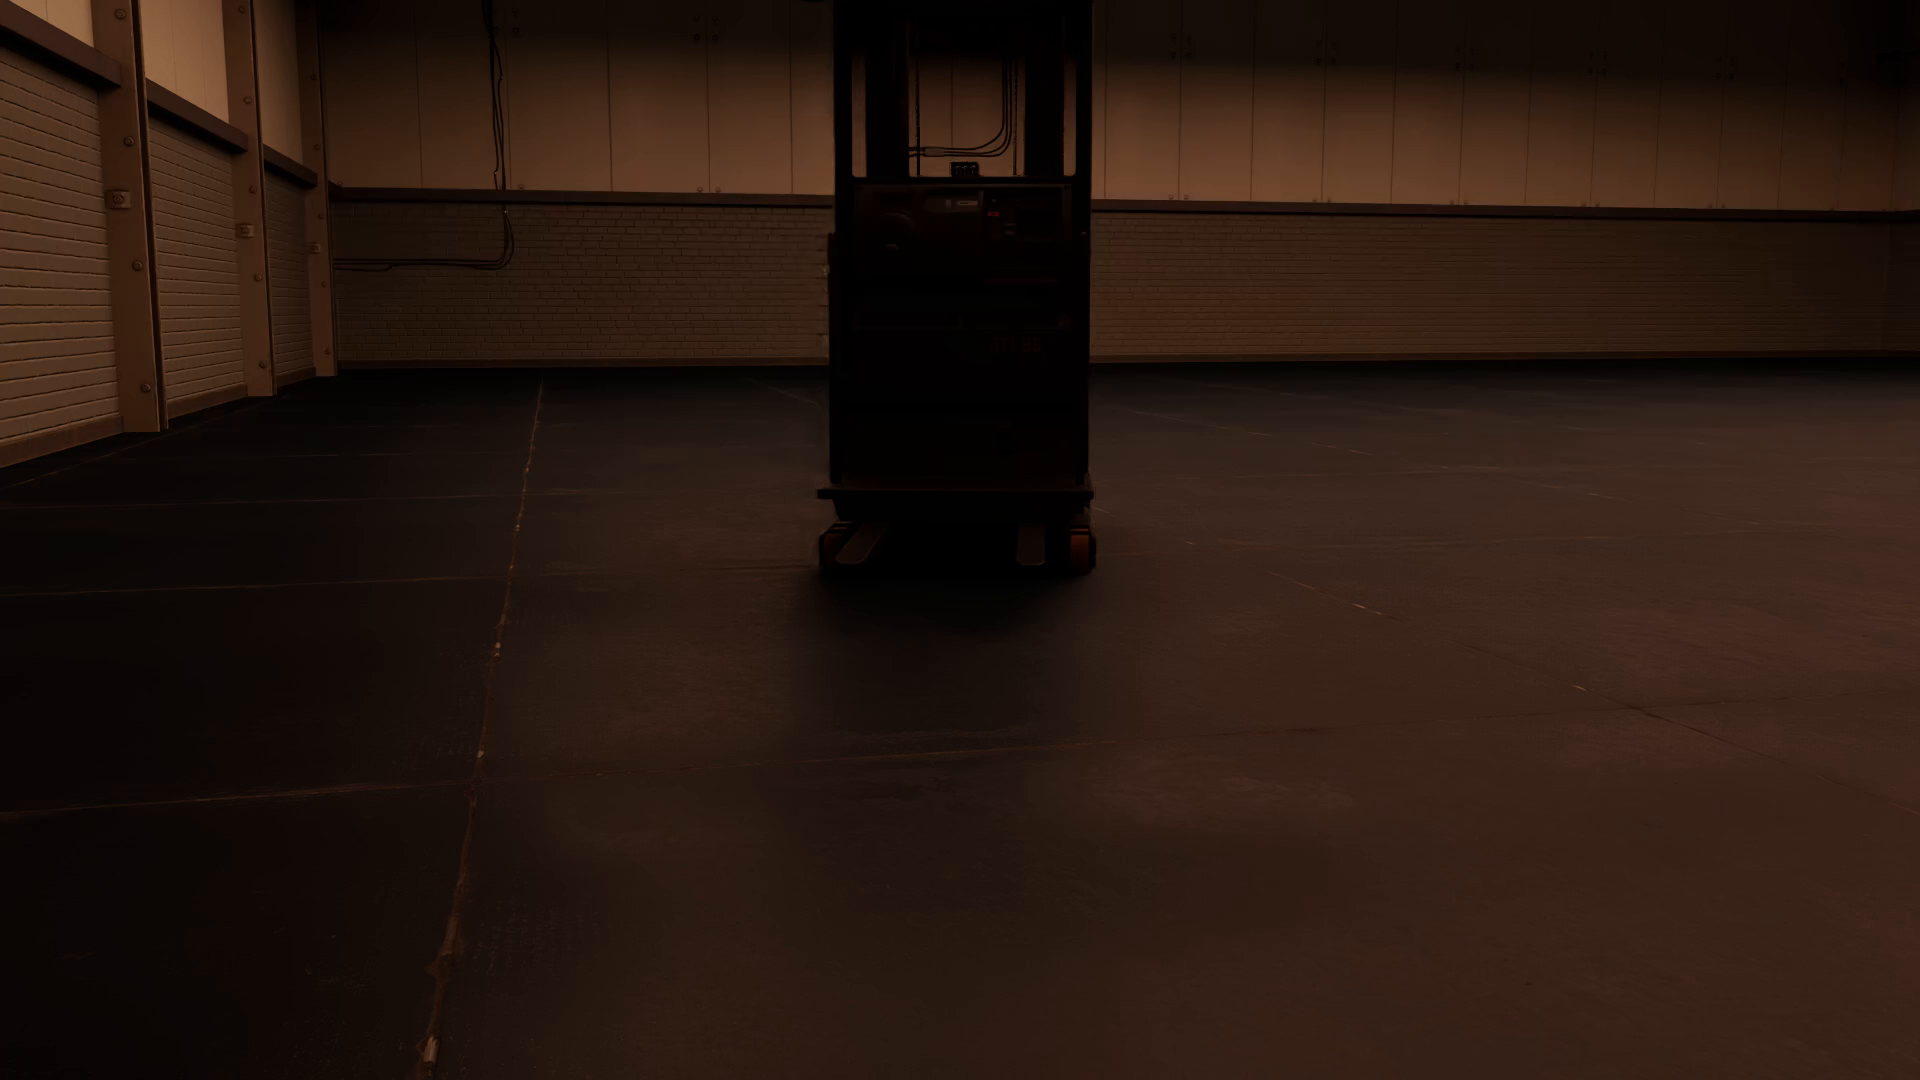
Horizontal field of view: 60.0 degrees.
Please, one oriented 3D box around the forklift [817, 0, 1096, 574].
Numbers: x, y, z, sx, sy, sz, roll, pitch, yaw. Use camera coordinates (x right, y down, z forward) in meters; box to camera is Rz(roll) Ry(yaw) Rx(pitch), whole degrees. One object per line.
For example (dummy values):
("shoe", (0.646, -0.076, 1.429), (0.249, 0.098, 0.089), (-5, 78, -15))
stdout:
("forklift", (0.000, -1.358, 6.837), (1.130, 2.935, 3.031), (0, 8, 3))
